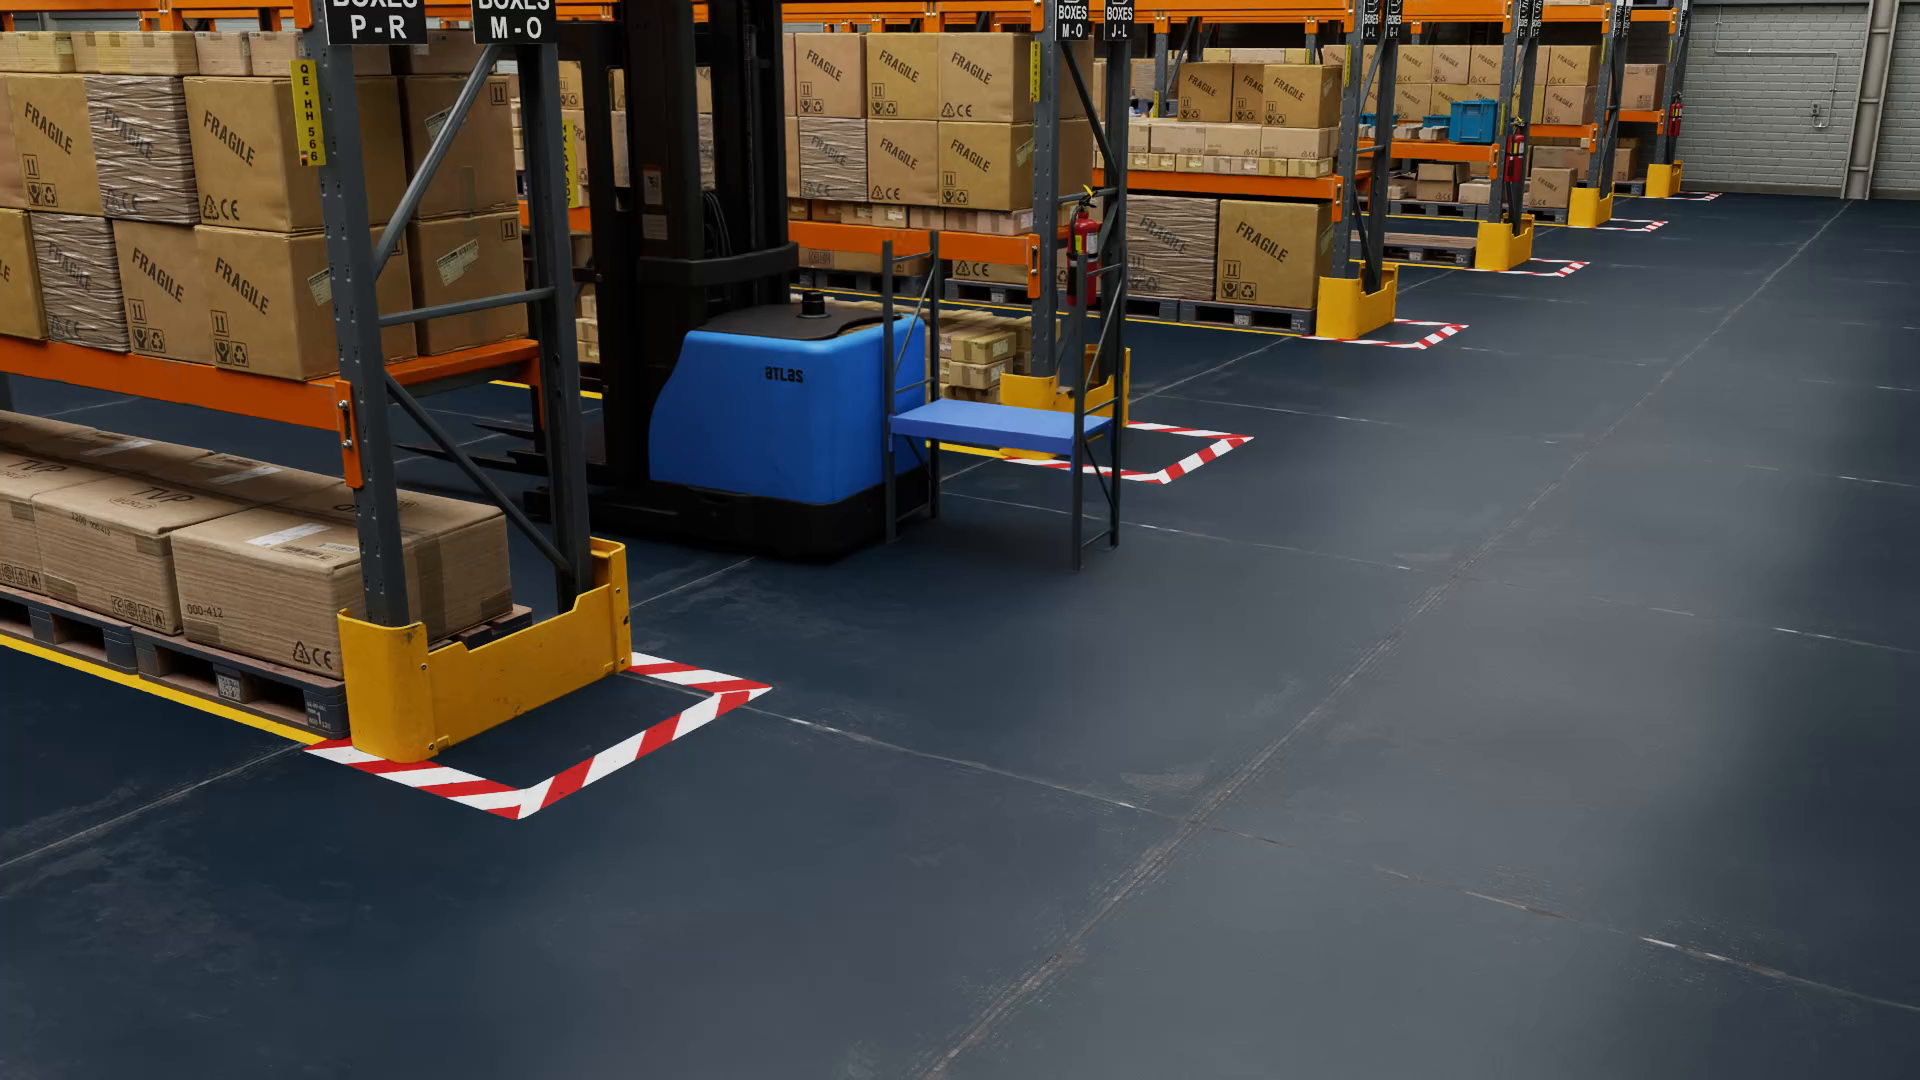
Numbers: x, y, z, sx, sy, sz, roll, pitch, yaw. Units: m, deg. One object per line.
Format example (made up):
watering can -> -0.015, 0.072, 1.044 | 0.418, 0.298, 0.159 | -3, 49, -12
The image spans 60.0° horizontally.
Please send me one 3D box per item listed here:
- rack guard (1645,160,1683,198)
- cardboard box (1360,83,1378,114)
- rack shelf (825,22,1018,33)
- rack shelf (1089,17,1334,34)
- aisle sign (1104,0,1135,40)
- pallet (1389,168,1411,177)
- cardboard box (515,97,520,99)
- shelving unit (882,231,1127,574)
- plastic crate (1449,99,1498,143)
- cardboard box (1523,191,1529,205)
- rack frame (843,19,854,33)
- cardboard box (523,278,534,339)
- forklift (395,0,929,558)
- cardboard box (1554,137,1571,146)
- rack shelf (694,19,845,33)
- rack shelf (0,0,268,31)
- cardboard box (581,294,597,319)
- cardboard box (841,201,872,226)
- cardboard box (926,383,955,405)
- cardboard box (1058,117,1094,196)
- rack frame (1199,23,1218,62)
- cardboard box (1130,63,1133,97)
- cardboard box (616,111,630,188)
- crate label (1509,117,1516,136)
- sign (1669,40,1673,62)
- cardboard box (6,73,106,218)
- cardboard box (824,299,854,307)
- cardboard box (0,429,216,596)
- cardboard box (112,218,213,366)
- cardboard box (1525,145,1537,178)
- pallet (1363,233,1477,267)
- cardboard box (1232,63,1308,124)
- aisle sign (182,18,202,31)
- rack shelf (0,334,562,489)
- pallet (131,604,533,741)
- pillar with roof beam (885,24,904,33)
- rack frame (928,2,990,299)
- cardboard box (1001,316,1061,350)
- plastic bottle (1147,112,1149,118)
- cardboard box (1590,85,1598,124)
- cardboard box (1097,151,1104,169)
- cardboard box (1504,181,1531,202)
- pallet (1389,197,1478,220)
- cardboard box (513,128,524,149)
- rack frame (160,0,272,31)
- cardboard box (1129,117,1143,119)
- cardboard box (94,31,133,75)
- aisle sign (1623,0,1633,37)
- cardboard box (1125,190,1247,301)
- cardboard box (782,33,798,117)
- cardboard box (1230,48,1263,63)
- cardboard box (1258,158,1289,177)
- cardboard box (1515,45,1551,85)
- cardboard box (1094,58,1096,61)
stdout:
rack guard -> 11.211, -5.755, 26.469 | 0.348, 0.500, 1.175 | 10, 20, 30
cardboard box -> 5.922, -6.162, 23.334 | 0.500, 0.500, 0.500 | 11, 20, 31
rack shelf -> -0.739, -10.176, 32.796 | 4.000, 0.370, 1.077 | 10, 20, 30
rack shelf -> 3.488, -7.731, 24.750 | 4.000, 0.370, 1.077 | 10, 20, 30
aisle sign -> 0.951, -3.369, 9.838 | 0.004, 0.787, 0.394 | 10, 20, 30
pallet -> 7.085, -6.328, 28.850 | 1.213, 0.211, 1.003 | 10, 20, 30
cardboard box -> -4.711, -4.933, 18.995 | 0.500, 0.250, 0.500 | 9, 19, 29
shelving unit -> 0.210, -0.693, 8.081 | 1.048, 1.500, 0.538 | 9, 19, 27
plastic crate -> 5.623, -4.552, 18.041 | 0.499, 0.435, 0.616 | 10, 20, 30
cardboard box -> 7.711, -4.688, 22.772 | 0.250, 0.166, 0.380 | 10, 20, 30
rack frame -> -1.624, -7.553, 28.085 | 0.127, 3.000, 1.000 | 10, 20, 30
cardboard box -> -3.439, -1.725, 12.478 | 0.500, 0.500, 0.500 | 10, 19, 29
forklift -> -1.705, -1.603, 8.616 | 3.031, 2.935, 1.130 | 9, 19, 27
cardboard box -> 9.891, -6.536, 27.200 | 0.250, 0.149, 0.380 | 10, 20, 31
rack shelf -> -3.329, -8.948, 28.756 | 4.000, 0.370, 1.077 | 10, 20, 30
rack shelf -> -7.790, -4.674, 14.684 | 4.000, 0.370, 1.077 | 10, 20, 30
cardboard box -> -2.492, -1.688, 11.936 | 0.250, 0.149, 0.380 | 11, 20, 32
cardboard box -> -0.547, -2.083, 10.510 | 0.250, 0.149, 0.380 | 9, 19, 28
cardboard box -> -0.098, -0.941, 10.501 | 0.250, 0.149, 0.380 | 11, 20, 32
cardboard box -> 0.494, -2.389, 10.400 | 0.500, 0.500, 0.500 | 11, 20, 33
rack frame -> 4.373, -8.172, 30.123 | 0.127, 3.000, 1.000 | 10, 20, 30
cardboard box -> 2.380, -7.125, 25.783 | 0.500, 0.500, 0.700 | 4, 17, 12
cardboard box -> -1.961, -2.649, 11.258 | 0.500, 0.500, 0.500 | 10, 20, 30
crate label -> 5.968, -4.569, 18.447 | 0.303, 0.233, 0.416 | 10, 20, 30
sign -> 10.895, -7.490, 25.479 | 0.005, 0.325, 0.100 | 10, 20, 30
cardboard box -> -3.189, -1.509, 6.297 | 0.500, 0.500, 0.500 | 10, 20, 30
cardboard box -> -0.933, -1.557, 11.505 | 0.250, 0.149, 0.380 | 10, 20, 30
cardboard box -> -3.939, -0.146, 7.386 | 0.875, 0.438, 0.875 | 9, 19, 28
cardboard box -> -2.742, -0.956, 6.196 | 0.500, 0.500, 0.500 | 10, 19, 29
cardboard box -> 9.228, -6.273, 27.451 | 0.500, 0.500, 0.700 | 11, 20, 31
pallet -> 5.323, -3.302, 18.890 | 1.213, 0.211, 1.003 | 10, 20, 30
cardboard box -> 2.720, -3.920, 14.582 | 0.500, 0.500, 0.500 | 10, 19, 29
aisle sign -> -10.116, -7.036, 21.911 | 0.004, 0.787, 0.394 | 10, 20, 30
rack shelf -> -3.477, -0.780, 7.027 | 4.000, 0.370, 1.077 | 10, 20, 30
pallet -> -2.495, 0.412, 6.663 | 1.213, 0.211, 1.003 | 10, 20, 30
pillar with roof beam -> -3.647, -11.301, 30.102 | 0.400, 9.000, 9.100 | 10, 20, 30
rack frame -> 0.005, -3.883, 16.004 | 0.127, 3.000, 1.000 | 10, 20, 30
cardboard box -> 0.463, -1.347, 10.814 | 0.250, 0.149, 0.380 | 9, 19, 28
plastic bottle -> 2.394, -5.236, 20.658 | 0.133, 0.283, 0.061 | 10, 20, 30
cardboard box -> 8.361, -5.908, 22.499 | 0.500, 0.500, 0.500 | 11, 20, 31
cardboard box -> 1.412, -3.399, 14.842 | 0.250, 0.149, 0.380 | 9, 19, 28
cardboard box -> 7.860, -4.852, 23.166 | 0.500, 0.250, 0.500 | 10, 20, 30
pallet -> 6.821, -4.712, 23.530 | 1.213, 0.211, 1.003 | 10, 20, 30
cardboard box -> -3.119, -2.905, 11.981 | 0.250, 0.149, 0.380 | 11, 20, 32
rack frame -> -6.085, -3.279, 14.014 | 0.127, 3.000, 1.000 | 10, 20, 30
cardboard box -> 1.396, -3.796, 15.463 | 0.500, 0.250, 0.500 | 11, 20, 31
cardboard box -> -2.869, -1.762, 6.011 | 0.250, 0.149, 0.380 | 11, 20, 31
aisle sign -> 8.813, -7.034, 21.904 | 0.004, 0.787, 0.394 | 10, 20, 30
cardboard box -> 2.051, -2.675, 14.960 | 0.875, 0.875, 0.875 | 10, 20, 30
cardboard box -> -1.120, -2.972, 10.600 | 0.500, 0.500, 0.500 | 9, 19, 28
cardboard box -> 5.084, -8.516, 29.248 | 0.500, 0.250, 0.500 | 10, 19, 29
cardboard box -> 2.715, -3.166, 14.076 | 0.250, 0.149, 0.380 | 10, 20, 31
cardboard box -> 7.647, -6.330, 22.168 | 0.500, 0.500, 0.500 | 11, 20, 32
cardboard box -> 2.431, -8.774, 31.175 | 0.500, 0.500, 0.700 | 13, 21, 38
